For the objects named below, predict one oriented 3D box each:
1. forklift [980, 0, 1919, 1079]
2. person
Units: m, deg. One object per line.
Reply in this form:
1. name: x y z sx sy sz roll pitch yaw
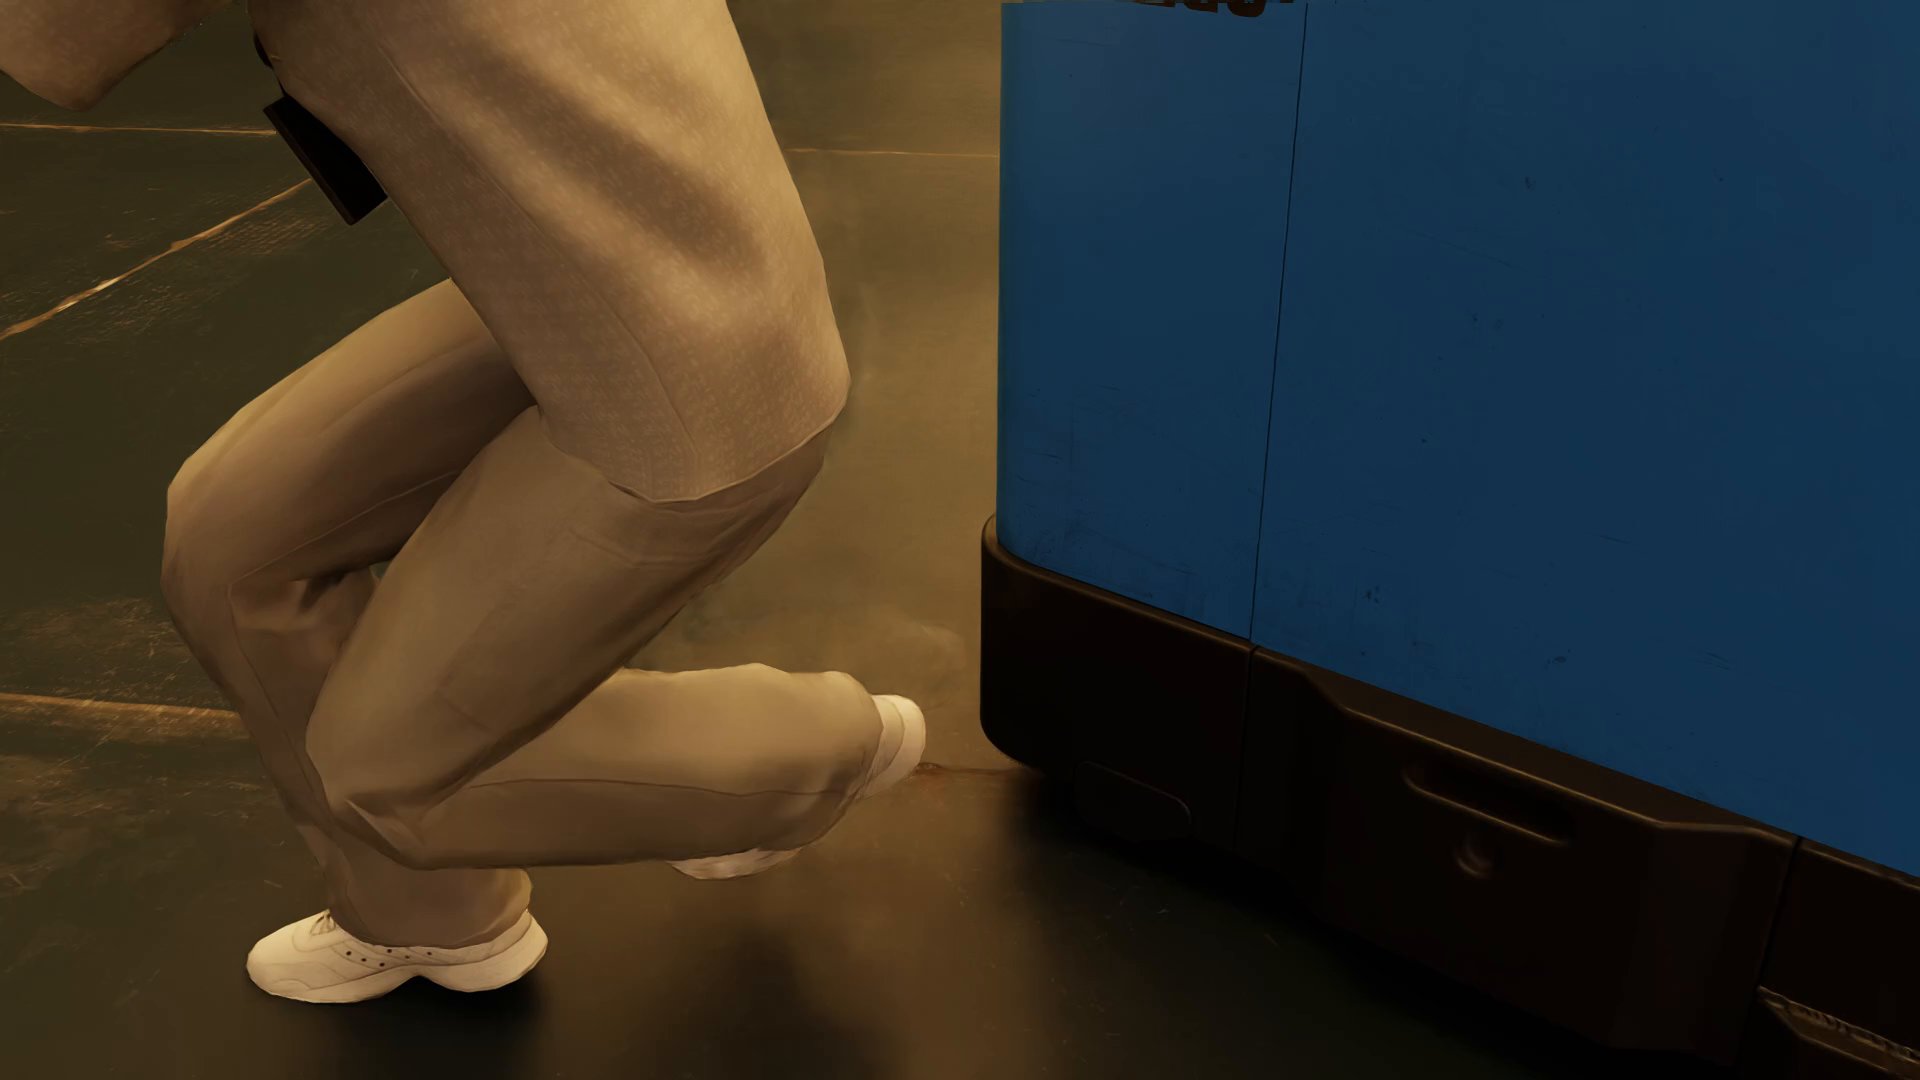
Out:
1. forklift: 1.494 -0.796 0.813 3.031 2.935 1.130 19 32 34
2. person: -0.536 -0.200 1.361 1.016 1.406 0.698 -4 27 -9
